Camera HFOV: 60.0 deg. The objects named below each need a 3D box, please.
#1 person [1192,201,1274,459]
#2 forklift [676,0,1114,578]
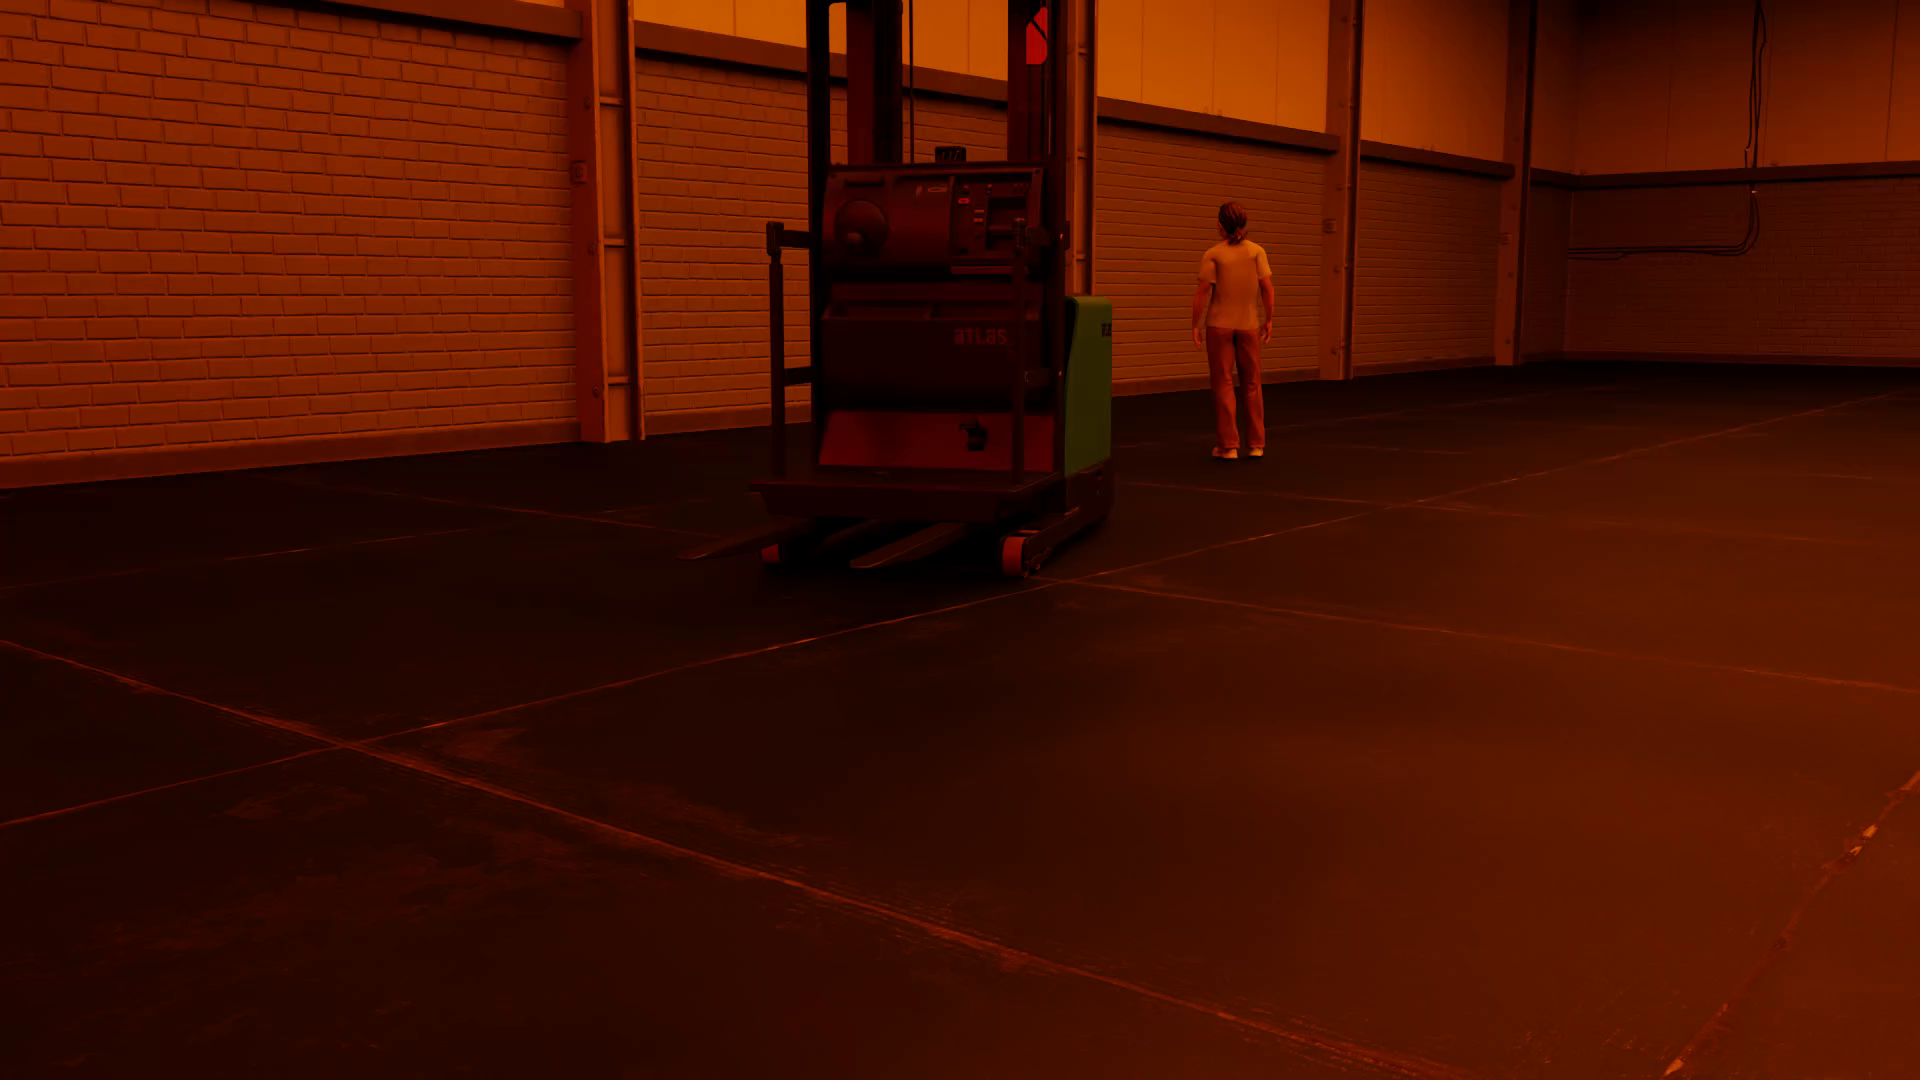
[{"bbox_3d":[1.789,-1.376,10.972,0.555,1.675,0.549,0,8,-3],"label":"person"},{"bbox_3d":[-0.176,-1.366,6.616,1.130,2.935,3.031,3,9,17],"label":"forklift"}]
